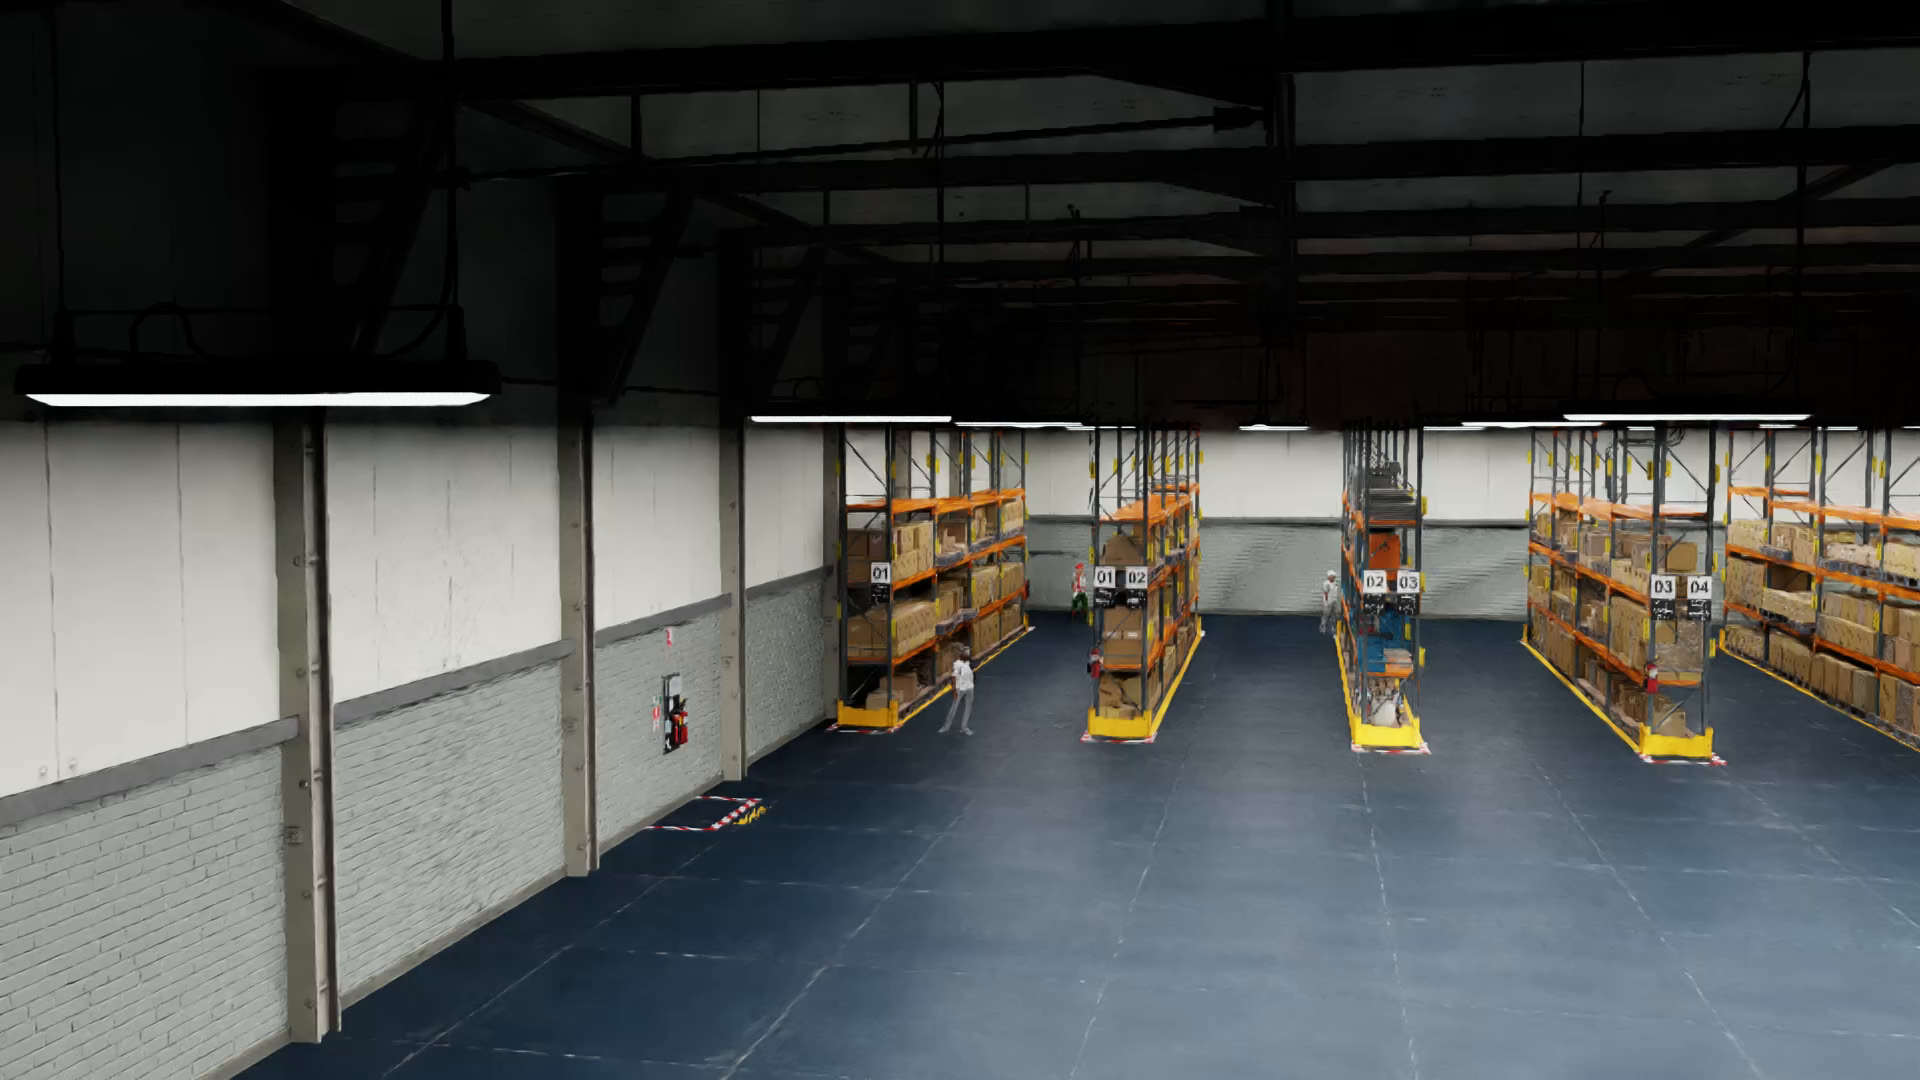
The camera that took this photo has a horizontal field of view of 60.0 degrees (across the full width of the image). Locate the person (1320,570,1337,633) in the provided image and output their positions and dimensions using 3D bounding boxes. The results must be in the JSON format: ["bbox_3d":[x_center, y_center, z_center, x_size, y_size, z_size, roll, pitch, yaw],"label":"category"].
[{"bbox_3d":[10.557,1.747,47.331,0.505,1.780,0.689,3,5,39],"label":"person"}]

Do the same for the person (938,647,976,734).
[{"bbox_3d":[-0.064,2.851,31.524,0.675,1.667,0.489,-2,4,-31],"label":"person"}]

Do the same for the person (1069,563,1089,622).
[{"bbox_3d":[3.622,1.580,49.937,0.711,1.784,0.534,-3,5,-40],"label":"person"}]
